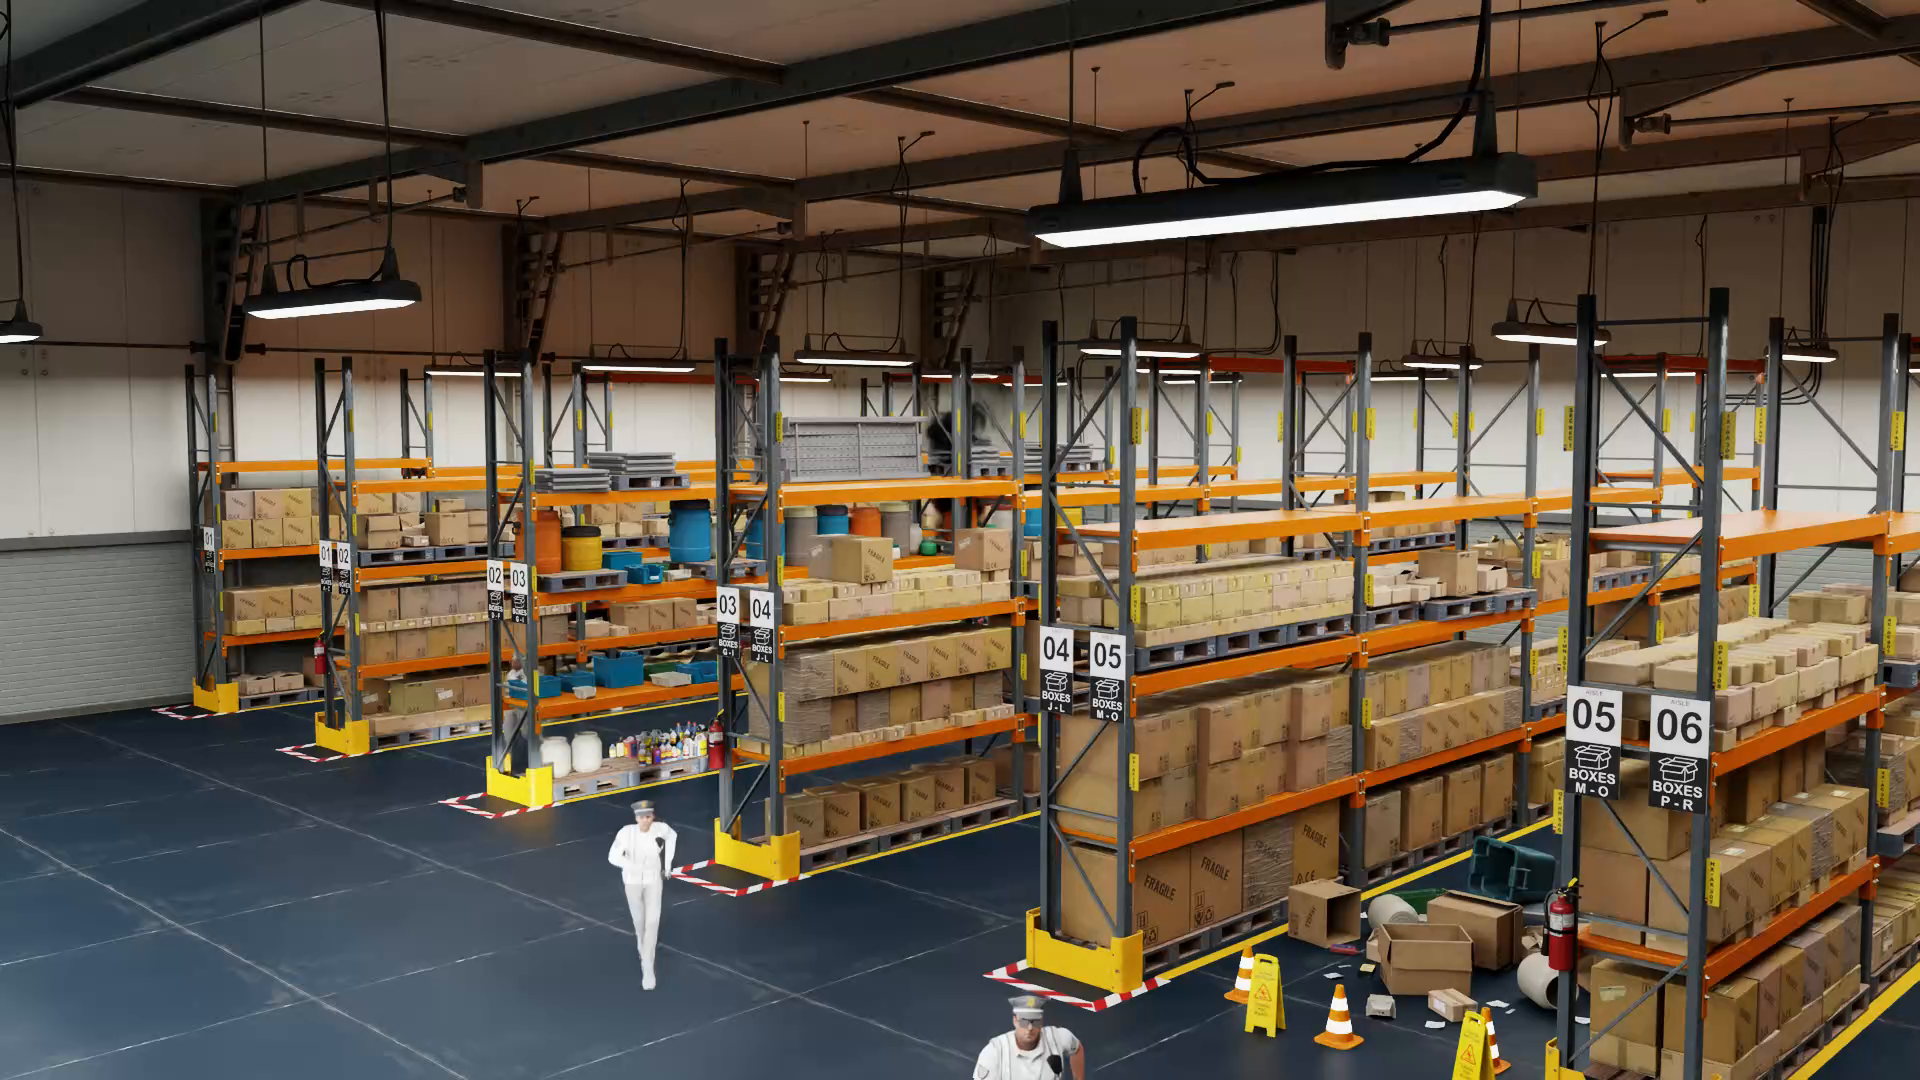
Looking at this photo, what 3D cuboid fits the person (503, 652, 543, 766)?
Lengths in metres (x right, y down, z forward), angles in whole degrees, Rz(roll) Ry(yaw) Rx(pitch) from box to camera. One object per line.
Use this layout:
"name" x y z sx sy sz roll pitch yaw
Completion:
"person" -6.438 2.452 24.254 0.583 1.674 0.899 2 5 24

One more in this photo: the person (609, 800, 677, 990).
"person" -2.912 3.170 15.304 0.611 1.695 0.961 -1 4 -10

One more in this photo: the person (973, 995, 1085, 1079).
"person" 0.412 3.541 9.898 0.687 1.828 0.877 0 4 -1
